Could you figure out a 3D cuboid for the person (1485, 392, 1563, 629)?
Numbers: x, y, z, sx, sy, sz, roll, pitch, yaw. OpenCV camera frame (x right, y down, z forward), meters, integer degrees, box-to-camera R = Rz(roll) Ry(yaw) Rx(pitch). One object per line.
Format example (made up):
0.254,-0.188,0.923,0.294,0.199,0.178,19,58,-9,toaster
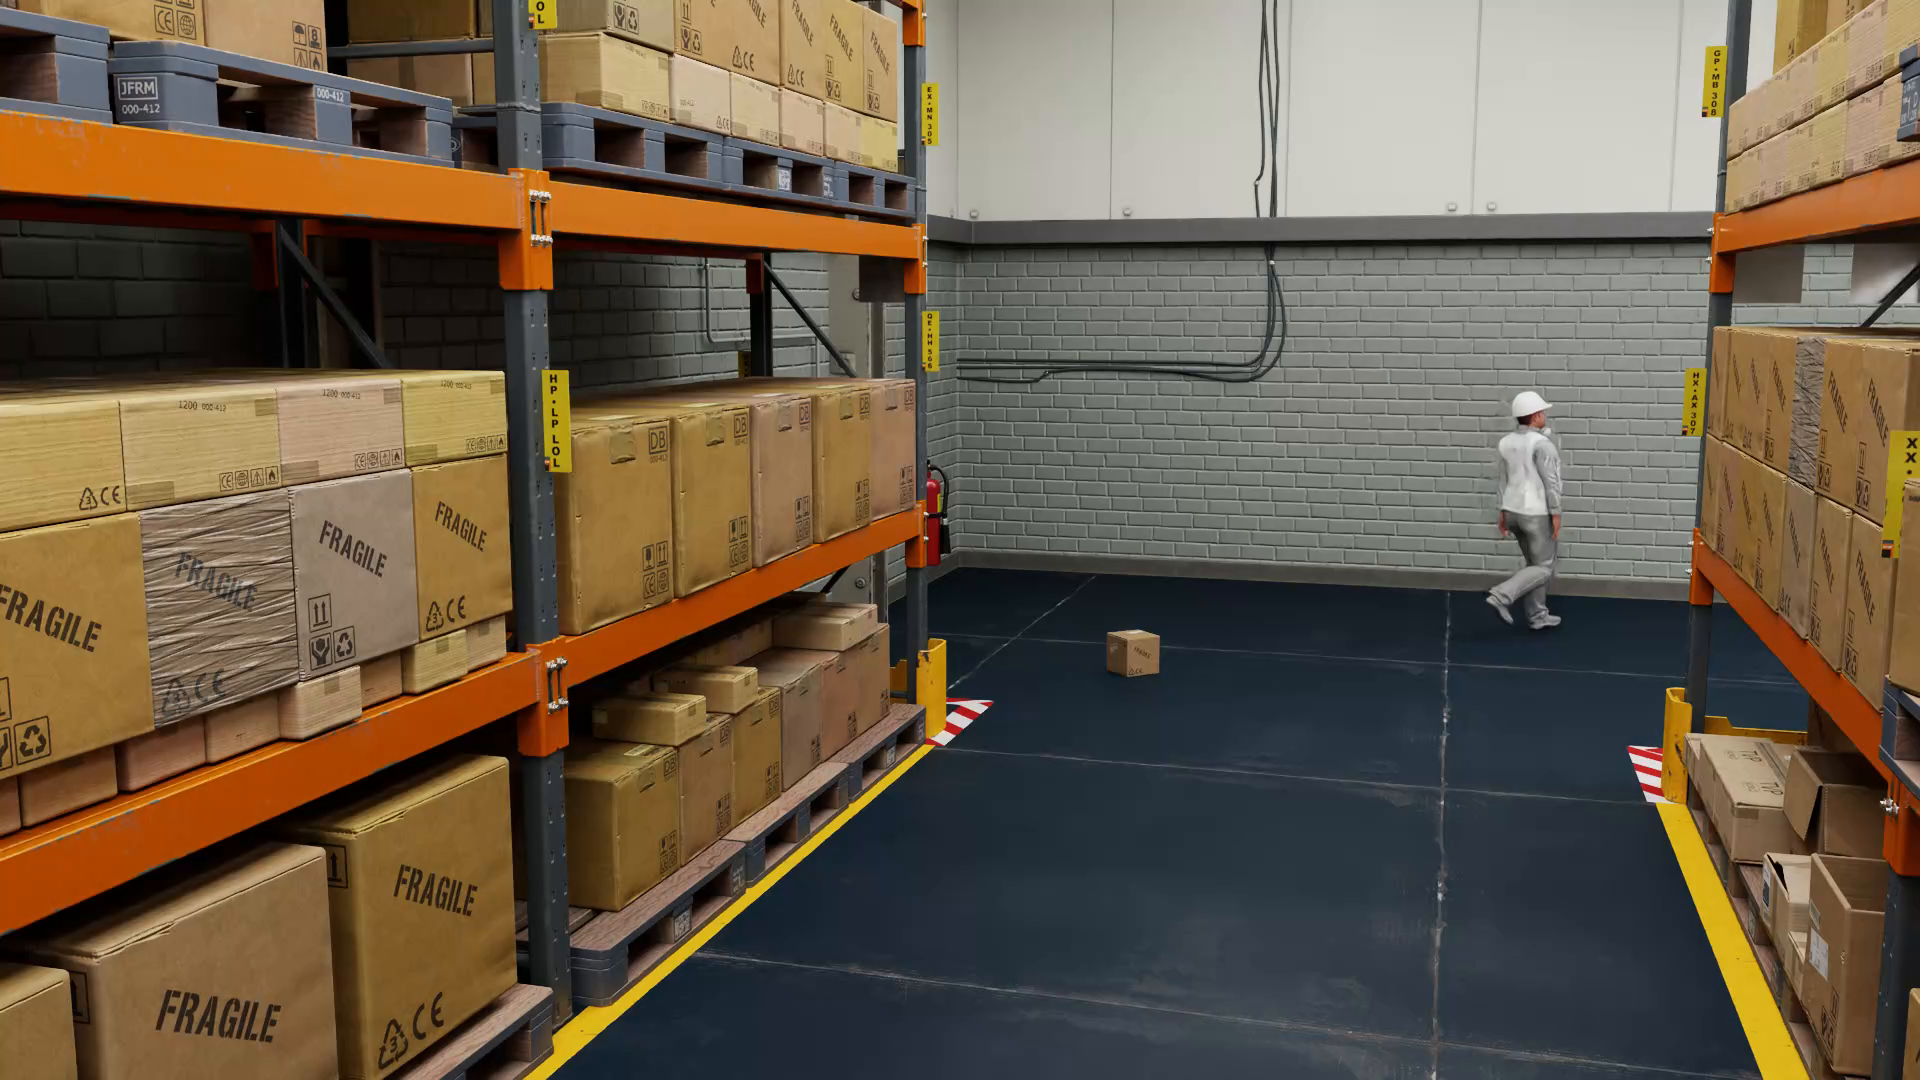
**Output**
4.123,-0.199,12.056,0.803,1.750,0.545,-3,9,-21,person
